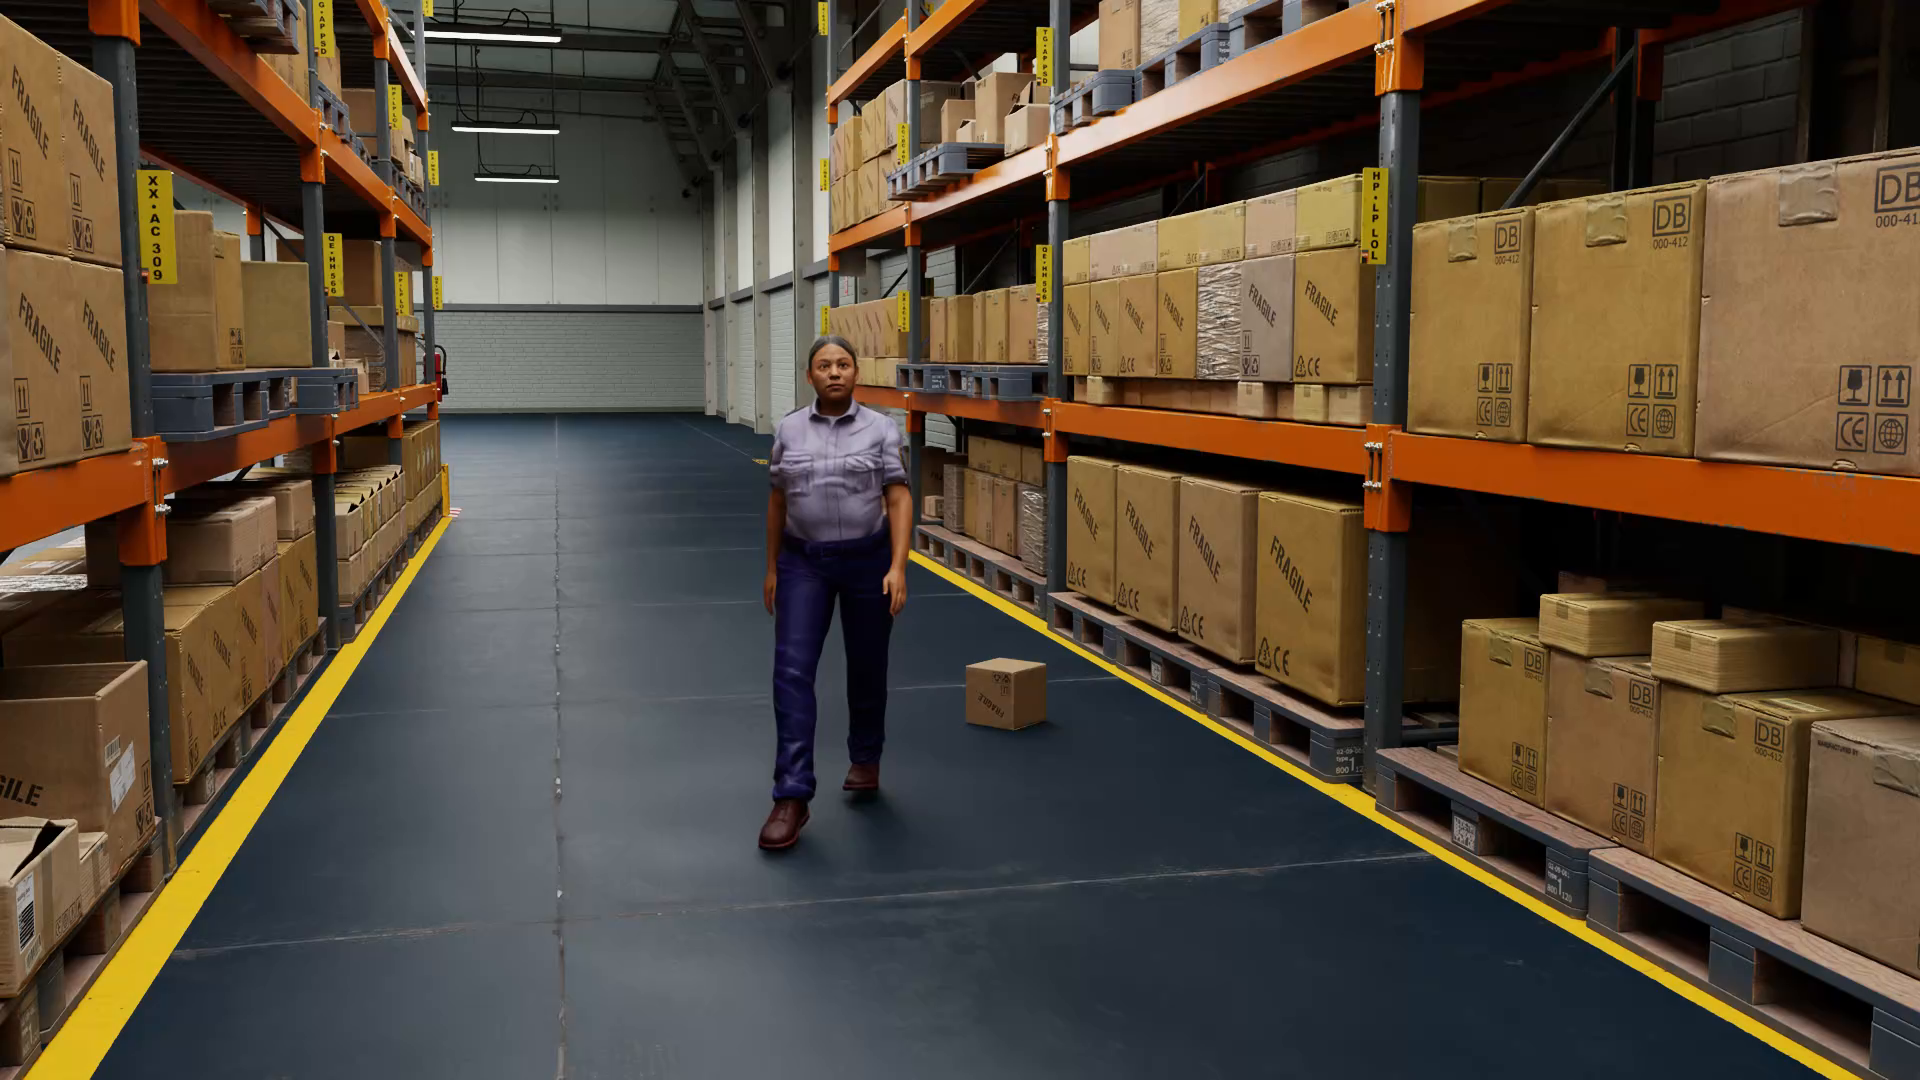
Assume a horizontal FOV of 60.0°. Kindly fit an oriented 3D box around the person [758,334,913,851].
[{"bbox_3d":[-0.414,0.130,5.547,0.517,1.588,0.926,0,6,-3],"label":"person"}]
